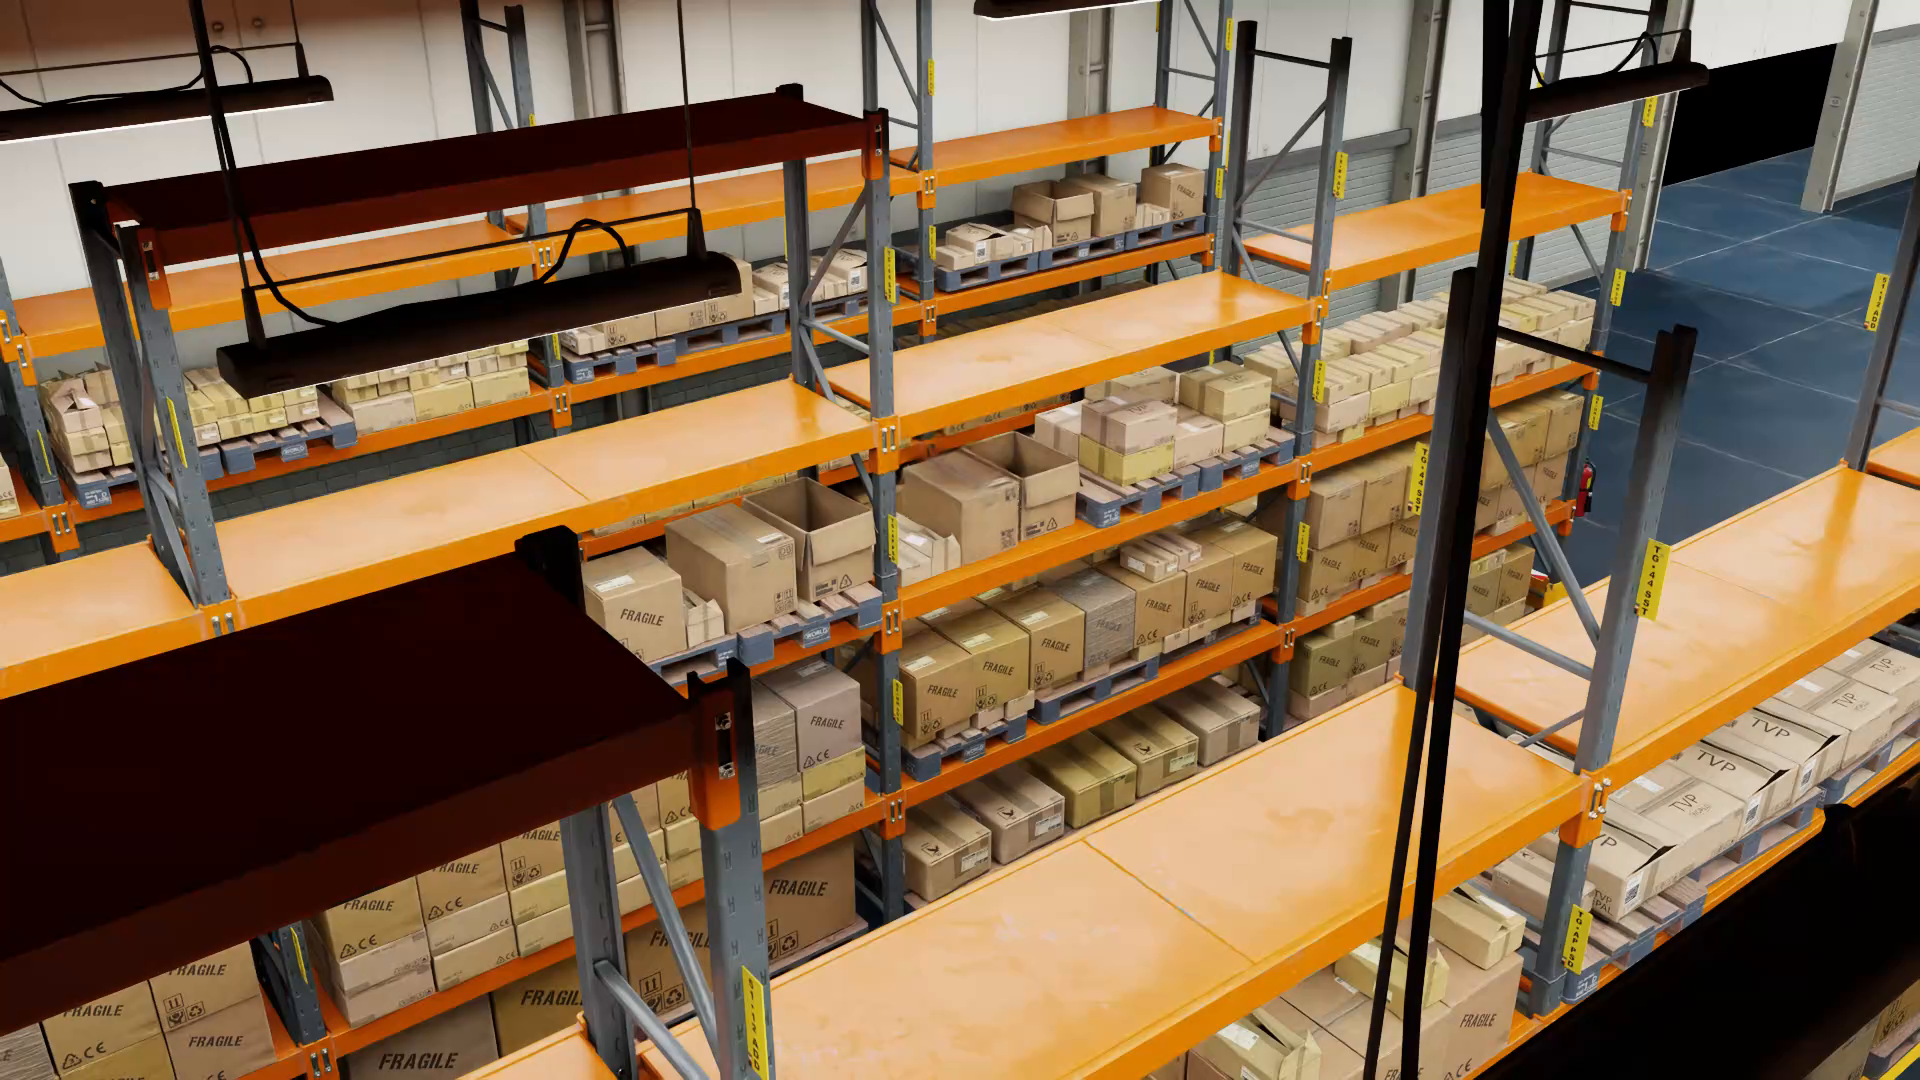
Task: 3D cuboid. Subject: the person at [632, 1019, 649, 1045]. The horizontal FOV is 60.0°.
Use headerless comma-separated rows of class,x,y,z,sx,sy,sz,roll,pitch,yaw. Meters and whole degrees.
person,-1.751,3.339,9.458,0.489,1.739,0.380,1,26,2
